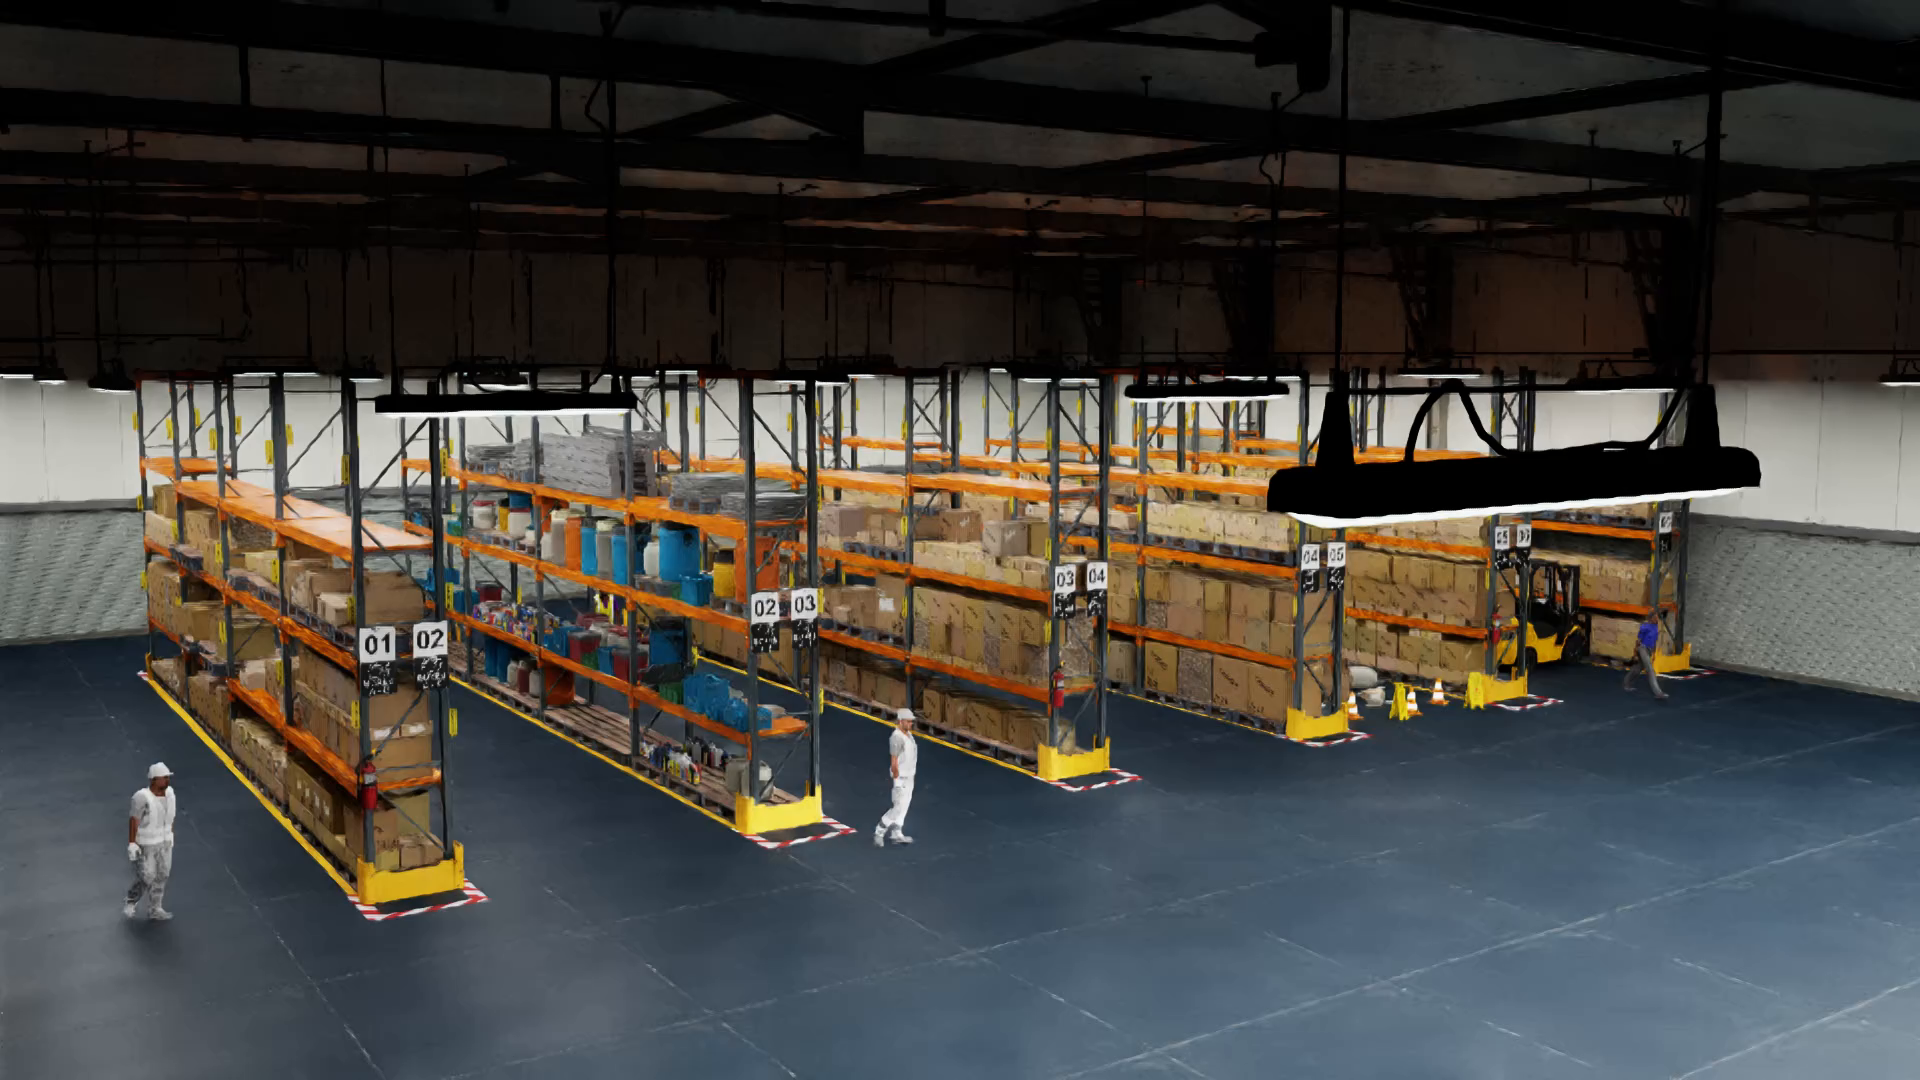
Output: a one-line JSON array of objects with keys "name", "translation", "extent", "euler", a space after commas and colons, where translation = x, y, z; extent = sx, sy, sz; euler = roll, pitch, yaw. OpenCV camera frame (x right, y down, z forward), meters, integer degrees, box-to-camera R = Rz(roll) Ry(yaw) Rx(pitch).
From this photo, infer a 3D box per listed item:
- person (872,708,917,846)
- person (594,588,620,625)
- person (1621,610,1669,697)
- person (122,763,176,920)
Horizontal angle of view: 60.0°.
[{"name": "person", "translation": [-0.825, 3.042, 21.315], "extent": [0.530, 1.777, 0.716], "euler": [2, 7, 17]}, {"name": "person", "translation": [-7.173, 1.691, 33.607], "extent": [0.591, 1.716, 1.042], "euler": [-4, 8, -34]}, {"name": "person", "translation": [12.723, 2.065, 30.758], "extent": [0.445, 1.574, 1.091], "euler": [-5, 8, -36]}, {"name": "person", "translation": [-9.041, 3.364, 18.560], "extent": [0.569, 1.778, 0.603], "euler": [2, 7, 21]}]
